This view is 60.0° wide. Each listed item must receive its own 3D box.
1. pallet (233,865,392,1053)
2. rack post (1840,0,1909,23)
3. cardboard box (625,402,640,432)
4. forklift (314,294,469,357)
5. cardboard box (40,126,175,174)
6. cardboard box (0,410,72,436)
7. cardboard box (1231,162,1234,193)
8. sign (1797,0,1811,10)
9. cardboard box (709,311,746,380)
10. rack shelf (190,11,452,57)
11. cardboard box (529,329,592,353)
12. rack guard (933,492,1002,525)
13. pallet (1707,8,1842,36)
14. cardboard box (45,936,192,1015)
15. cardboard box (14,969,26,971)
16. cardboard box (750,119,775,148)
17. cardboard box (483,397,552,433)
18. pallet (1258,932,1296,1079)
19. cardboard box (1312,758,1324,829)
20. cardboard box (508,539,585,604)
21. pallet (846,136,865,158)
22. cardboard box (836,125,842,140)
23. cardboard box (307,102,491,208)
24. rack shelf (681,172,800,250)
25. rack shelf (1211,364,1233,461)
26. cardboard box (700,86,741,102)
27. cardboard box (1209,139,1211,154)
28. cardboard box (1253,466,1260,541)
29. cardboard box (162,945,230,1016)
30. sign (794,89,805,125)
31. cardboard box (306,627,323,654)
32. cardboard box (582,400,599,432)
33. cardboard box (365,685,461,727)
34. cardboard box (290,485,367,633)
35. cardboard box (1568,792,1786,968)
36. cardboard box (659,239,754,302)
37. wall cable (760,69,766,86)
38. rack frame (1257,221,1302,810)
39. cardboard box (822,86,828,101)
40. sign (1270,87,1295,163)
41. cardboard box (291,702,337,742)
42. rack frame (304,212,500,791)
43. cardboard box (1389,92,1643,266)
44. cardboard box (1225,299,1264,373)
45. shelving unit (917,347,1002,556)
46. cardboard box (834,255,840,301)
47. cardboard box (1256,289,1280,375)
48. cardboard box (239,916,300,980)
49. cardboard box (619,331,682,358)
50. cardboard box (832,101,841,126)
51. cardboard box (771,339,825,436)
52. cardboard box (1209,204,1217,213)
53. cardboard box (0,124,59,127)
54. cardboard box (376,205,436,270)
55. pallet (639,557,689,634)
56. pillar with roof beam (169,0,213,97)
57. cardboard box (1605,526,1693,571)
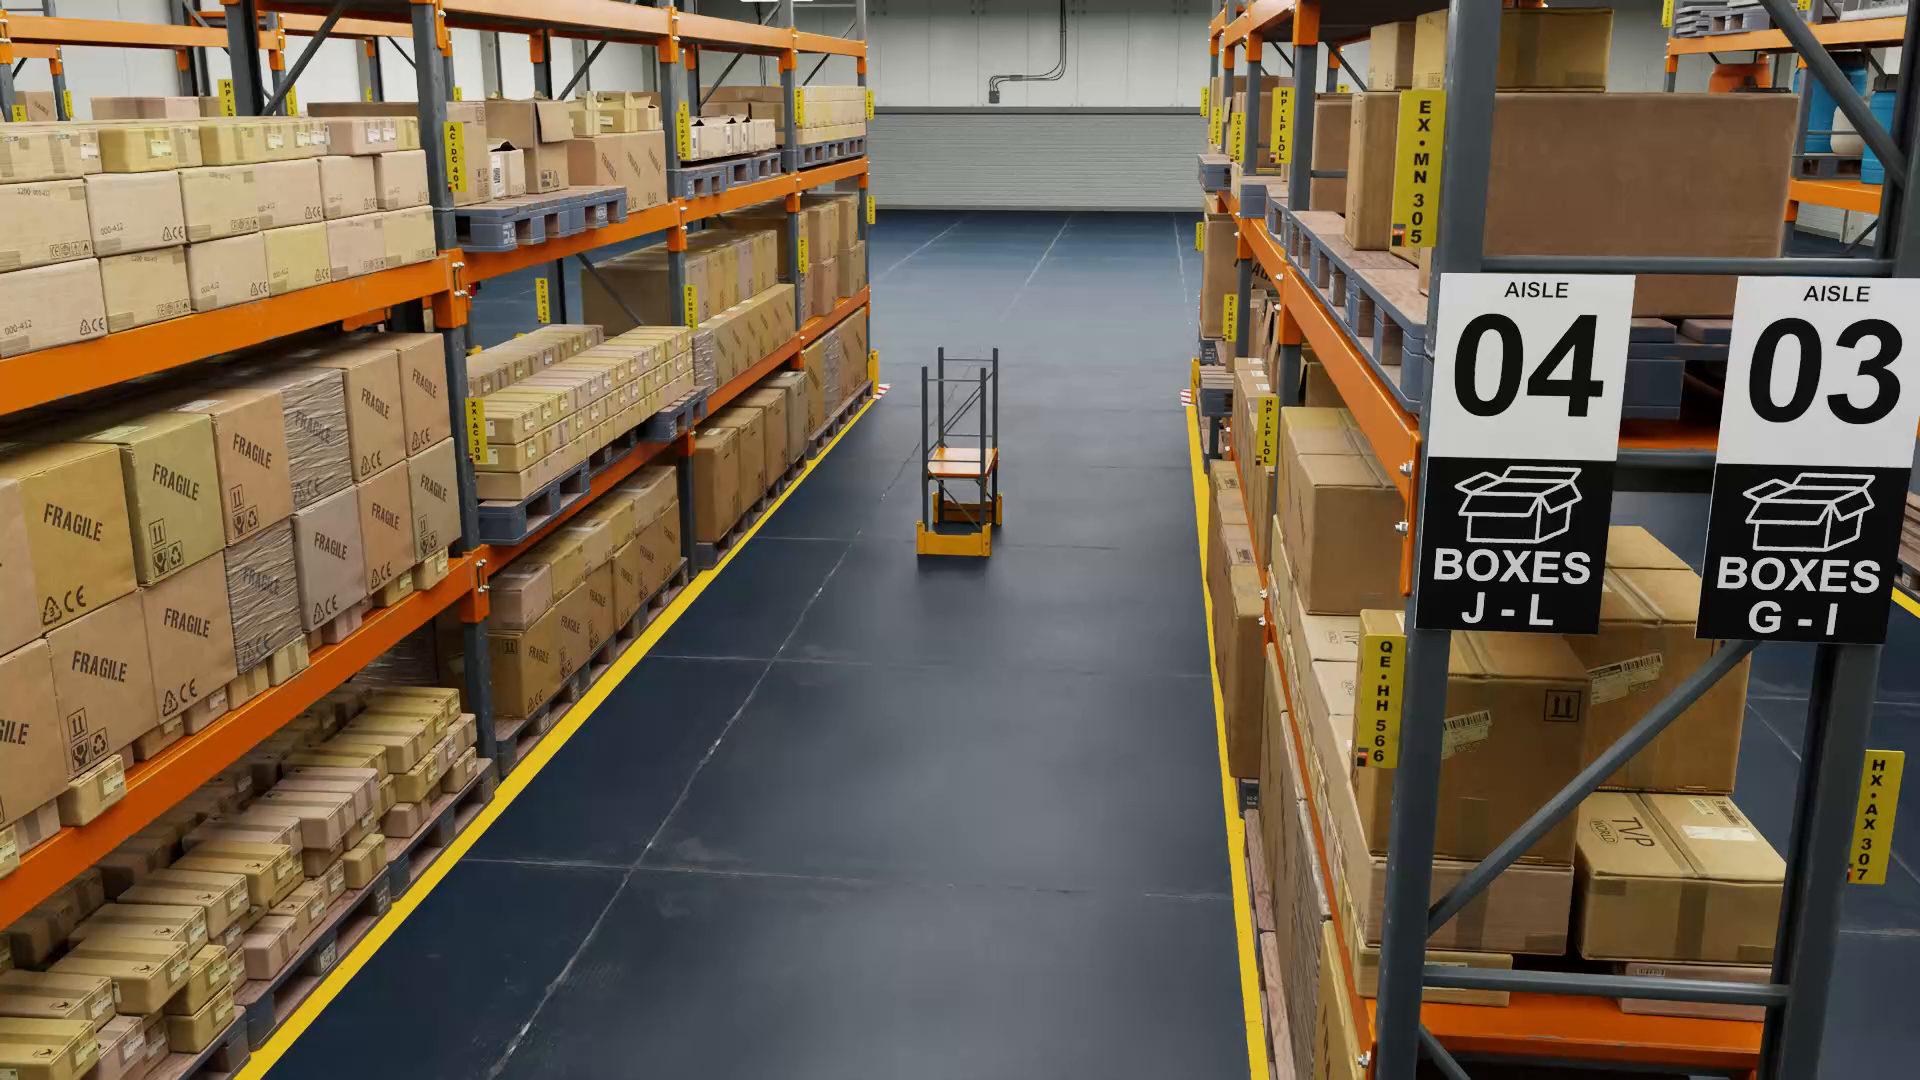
[{"bbox_3d":[-3.124,1.697,6.980,1.003,0.211,1.213,2,15,6],"label":"pallet"},{"bbox_3d":[7.656,-4.377,12.227,1.013,1.000,3.121,2,15,6],"label":"rack post"},{"bbox_3d":[-2.246,-0.786,10.499,0.380,0.149,0.250,2,15,8],"label":"cardboard box"},{"bbox_3d":[-4.823,-1.669,14.218,1.130,2.935,3.031,1,15,5],"label":"forklift"},{"bbox_3d":[-2.911,-1.323,5.627,0.380,0.149,0.250,2,15,8],"label":"cardboard box"},{"bbox_3d":[-3.488,-0.171,5.870,0.500,0.500,0.500,2,15,9],"label":"cardboard box"},{"bbox_3d":[2.332,-2.772,12.706,0.500,0.250,0.500,2,15,8],"label":"cardboard box"},{"bbox_3d":[7.247,-4.712,14.249,0.100,0.325,0.005,2,15,6],"label":"sign"},{"bbox_3d":[-2.066,-1.598,13.634,0.500,0.500,0.500,2,15,6],"label":"cardboard box"},{"bbox_3d":[-6.750,-5.401,17.783,1.077,0.370,4.000,2,15,6],"label":"rack shelf"},{"bbox_3d":[-2.769,-1.363,11.494,0.380,0.149,0.250,1,15,5],"label":"cardboard box"},{"bbox_3d":[0.065,-0.270,14.180,0.587,0.250,0.087,2,15,6],"label":"rack guard"},{"bbox_3d":[7.993,-5.042,16.195,1.003,0.211,1.213,2,15,6],"label":"pallet"},{"bbox_3d":[-2.936,1.520,5.811,0.380,0.149,0.250,2,15,6],"label":"cardboard box"},{"bbox_3d":[-3.567,1.646,5.915,0.380,0.149,0.250,1,15,4],"label":"cardboard box"},{"bbox_3d":[-1.966,-3.655,14.976,0.500,0.250,0.500,2,15,7],"label":"cardboard box"},{"bbox_3d":[-2.422,-0.671,8.934,0.380,0.149,0.250,2,15,8],"label":"cardboard box"},{"bbox_3d":[1.670,1.890,6.270,1.003,0.211,1.213,2,15,6],"label":"pallet"},{"bbox_3d":[1.344,0.823,5.354,0.380,0.149,0.250,1,15,5],"label":"cardboard box"},{"bbox_3d":[-2.545,0.179,9.802,0.500,0.250,0.500,2,15,8],"label":"cardboard box"},{"bbox_3d":[-1.668,-4.466,18.855,1.003,0.211,1.213,2,15,6],"label":"pallet"},{"bbox_3d":[-1.468,-4.339,17.702,0.380,0.149,0.250,2,15,7],"label":"cardboard box"},{"bbox_3d":[-2.796,-1.935,8.330,0.700,0.500,0.500,2,15,6],"label":"cardboard box"},{"bbox_3d":[-2.271,-2.798,13.895,1.077,0.370,4.000,2,15,6],"label":"rack shelf"},{"bbox_3d":[2.646,-1.178,13.649,1.077,0.370,4.000,2,15,6],"label":"rack shelf"},{"bbox_3d":[-2.321,-4.283,15.966,0.380,0.149,0.250,2,15,6],"label":"cardboard box"},{"bbox_3d":[2.959,-4.205,18.009,0.500,0.250,0.500,1,15,5],"label":"cardboard box"},{"bbox_3d":[1.813,-0.275,8.739,0.500,0.500,0.500,2,15,8],"label":"cardboard box"},{"bbox_3d":[-2.922,1.599,6.089,0.380,0.149,0.250,2,15,8],"label":"cardboard box"},{"bbox_3d":[-1.505,-4.052,15.561,0.100,0.325,0.005,2,15,6],"label":"sign"},{"bbox_3d":[-2.895,0.401,6.915,0.380,0.149,0.250,1,15,5],"label":"cardboard box"},{"bbox_3d":[-2.334,-0.727,9.709,0.380,0.149,0.250,2,15,9],"label":"cardboard box"},{"bbox_3d":[-2.730,0.845,8.308,0.380,0.149,0.250,2,15,8],"label":"cardboard box"},{"bbox_3d":[-2.839,0.064,6.916,0.500,0.500,0.500,2,15,6],"label":"cardboard box"},{"bbox_3d":[1.840,0.881,4.375,0.500,0.250,0.500,1,15,5],"label":"cardboard box"},{"bbox_3d":[-2.209,-2.353,14.512,0.700,0.500,0.500,2,15,7],"label":"cardboard box"},{"bbox_3d":[-7.399,-13.267,51.436,3.097,2.526,0.112,2,15,6],"label":"wall cable"},{"bbox_3d":[1.969,0.031,7.800,1.000,3.000,0.127,2,15,6],"label":"rack frame"},{"bbox_3d":[-1.554,-4.528,16.870,0.380,0.149,0.250,2,15,7],"label":"cardboard box"},{"bbox_3d":[1.428,-1.832,7.350,0.100,0.325,0.005,2,15,6],"label":"sign"},{"bbox_3d":[-3.283,0.898,8.112,0.380,0.149,0.250,2,15,9],"label":"cardboard box"},{"bbox_3d":[-2.948,-0.141,8.437,1.000,3.000,0.127,2,15,6],"label":"rack frame"},{"bbox_3d":[1.716,-1.093,5.024,0.700,0.500,0.500,1,15,2],"label":"cardboard box"},{"bbox_3d":[2.405,-1.546,12.638,0.700,0.500,0.500,4,16,15],"label":"cardboard box"},{"bbox_3d":[0.009,-0.744,13.539,0.587,1.500,1.083,2,15,6],"label":"shelving unit"},{"bbox_3d":[-1.819,-2.943,18.514,0.875,0.550,0.550,2,15,6],"label":"cardboard box"},{"bbox_3d":[2.321,-1.350,10.793,0.797,0.503,0.637,2,15,8],"label":"cardboard box"},{"bbox_3d":[-2.867,1.614,6.603,0.380,0.149,0.250,1,15,4],"label":"cardboard box"},{"bbox_3d":[-2.127,-1.342,11.414,0.380,0.149,0.250,2,15,6],"label":"cardboard box"},{"bbox_3d":[-1.544,-4.498,17.524,0.500,0.250,0.500,2,15,7],"label":"cardboard box"},{"bbox_3d":[-1.905,-1.554,16.929,0.875,0.875,0.875,2,15,7],"label":"cardboard box"},{"bbox_3d":[2.761,-3.102,16.712,0.500,0.500,0.500,2,15,6],"label":"cardboard box"},{"bbox_3d":[-3.459,-1.406,5.936,0.380,0.149,0.250,1,15,5],"label":"cardboard box"},{"bbox_3d":[-2.735,-1.381,7.565,0.500,0.250,0.500,2,15,8],"label":"cardboard box"},{"bbox_3d":[-2.587,0.370,11.889,1.003,0.211,1.213,2,15,6],"label":"pallet"},{"bbox_3d":[-7.476,-7.690,24.860,9.100,9.000,0.400,2,15,6],"label":"pillar with roof beam"},{"bbox_3d":[1.949,0.255,5.255,0.500,0.500,0.500,1,15,5],"label":"cardboard box"}]
